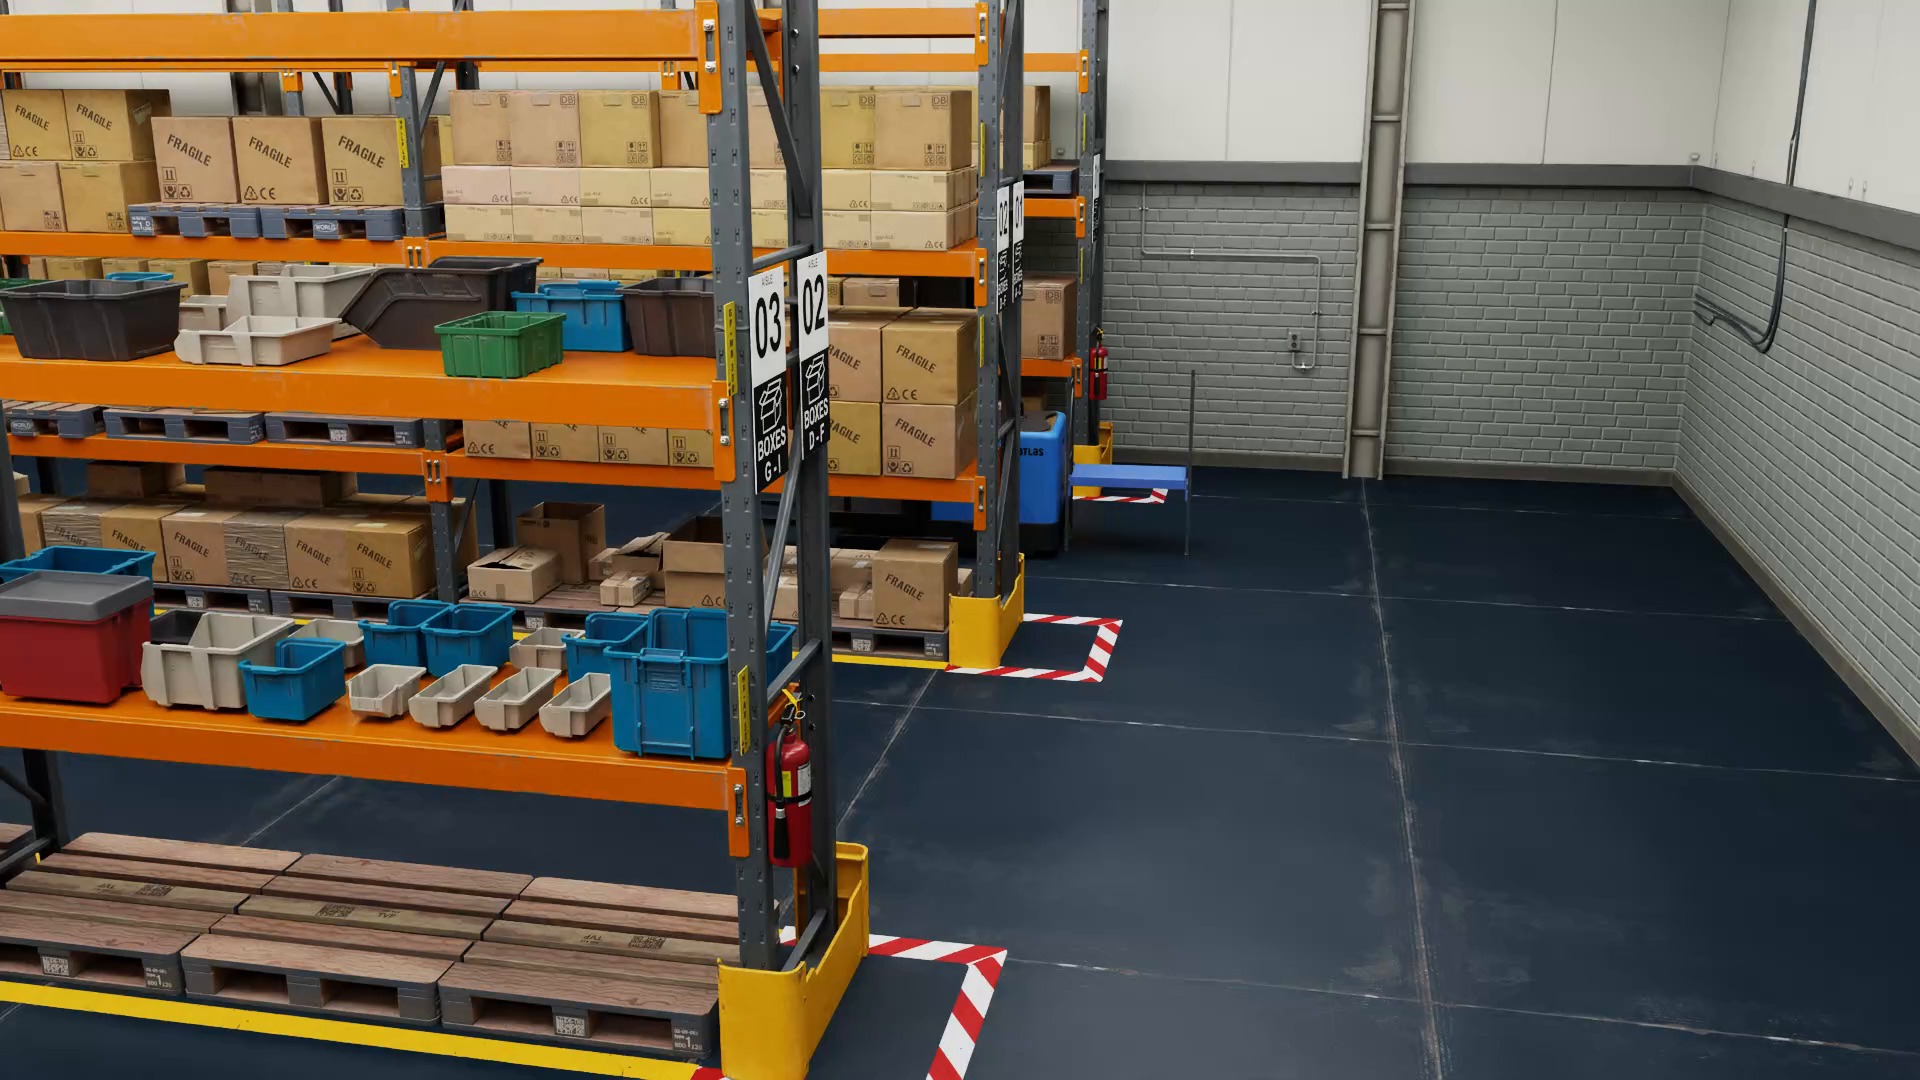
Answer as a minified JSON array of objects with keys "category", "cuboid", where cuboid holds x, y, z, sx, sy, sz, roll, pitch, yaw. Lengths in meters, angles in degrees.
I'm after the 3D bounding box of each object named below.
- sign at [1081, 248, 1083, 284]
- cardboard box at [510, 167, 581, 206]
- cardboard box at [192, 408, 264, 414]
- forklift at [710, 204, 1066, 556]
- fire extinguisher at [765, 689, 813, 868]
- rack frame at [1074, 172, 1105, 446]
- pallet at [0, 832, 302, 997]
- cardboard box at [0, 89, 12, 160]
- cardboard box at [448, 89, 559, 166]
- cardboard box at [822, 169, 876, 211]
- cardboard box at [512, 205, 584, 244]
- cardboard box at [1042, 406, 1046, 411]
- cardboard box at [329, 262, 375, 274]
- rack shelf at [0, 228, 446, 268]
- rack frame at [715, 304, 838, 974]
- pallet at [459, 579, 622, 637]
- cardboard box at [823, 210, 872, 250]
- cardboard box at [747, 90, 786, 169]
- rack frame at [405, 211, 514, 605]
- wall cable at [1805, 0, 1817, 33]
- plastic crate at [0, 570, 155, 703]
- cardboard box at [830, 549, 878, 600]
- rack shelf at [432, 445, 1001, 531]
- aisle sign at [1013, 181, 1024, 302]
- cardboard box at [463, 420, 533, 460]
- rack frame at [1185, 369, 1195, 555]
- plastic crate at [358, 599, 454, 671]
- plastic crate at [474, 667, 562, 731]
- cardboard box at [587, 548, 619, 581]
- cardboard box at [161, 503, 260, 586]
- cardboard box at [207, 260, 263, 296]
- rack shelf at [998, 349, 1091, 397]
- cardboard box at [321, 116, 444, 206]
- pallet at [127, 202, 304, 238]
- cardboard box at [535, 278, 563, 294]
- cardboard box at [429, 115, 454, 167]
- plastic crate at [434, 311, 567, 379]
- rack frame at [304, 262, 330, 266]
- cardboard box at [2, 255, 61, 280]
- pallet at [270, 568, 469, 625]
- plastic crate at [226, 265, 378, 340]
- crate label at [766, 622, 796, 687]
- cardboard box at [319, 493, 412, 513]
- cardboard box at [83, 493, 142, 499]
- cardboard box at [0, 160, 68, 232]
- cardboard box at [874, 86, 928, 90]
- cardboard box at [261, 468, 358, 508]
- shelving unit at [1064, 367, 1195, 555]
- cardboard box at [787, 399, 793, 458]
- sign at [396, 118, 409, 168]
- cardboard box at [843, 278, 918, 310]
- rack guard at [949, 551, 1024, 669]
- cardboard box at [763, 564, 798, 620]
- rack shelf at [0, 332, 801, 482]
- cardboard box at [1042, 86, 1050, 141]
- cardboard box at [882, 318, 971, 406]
[{"category":"sign","cuboid":[1.135,-2.547,15.456,0.005,0.325,0.100,3,16,11]},{"category":"cardboard box","cuboid":[-2.729,-2.430,11.372,0.500,0.250,0.500,3,16,11]},{"category":"cardboard box","cuboid":[-5.390,-1.261,12.453,0.500,0.500,0.700,-1,16,-3]},{"category":"forklift","cuboid":[-0.619,-1.436,14.184,3.031,2.935,1.130,2,16,8]},{"category":"fire extinguisher","cuboid":[-0.660,0.919,6.398,0.183,0.674,0.296,3,16,11]},{"category":"rack frame","cuboid":[1.257,-2.016,16.152,0.127,3.000,1.000,3,16,11]},{"category":"pallet","cuboid":[-3.909,1.735,7.832,1.213,0.211,1.003,3,16,11]},{"category":"cardboard box","cuboid":[-7.140,-3.096,12.372,0.500,0.500,0.500,3,16,11]},{"category":"cardboard box","cuboid":[-3.162,-2.893,11.636,0.500,0.500,0.700,3,16,11]},{"category":"cardboard box","cuboid":[-0.771,-2.321,10.979,0.500,0.250,0.500,3,16,11]},{"category":"cardboard box","cuboid":[-2.730,-2.188,11.434,0.500,0.250,0.500,3,16,11]},{"category":"cardboard box","cuboid":[0.551,-1.025,16.469,0.500,0.500,0.700,3,16,11]},{"category":"cardboard box","cuboid":[-6.161,-2.911,17.196,0.500,0.250,0.500,3,16,12]},{"category":"rack shelf","cuboid":[-5.606,-2.138,12.321,4.000,0.370,1.077,3,16,11]},{"category":"rack frame","cuboid":[-0.717,0.575,6.796,0.127,3.000,1.000,3,16,11]},{"category":"pallet","cuboid":[-2.973,0.448,12.480,1.213,0.211,1.003,3,16,11]},{"category":"cardboard box","cuboid":[-0.770,-2.081,11.048,0.500,0.250,0.500,3,16,11]},{"category":"cardboard box","cuboid":[-1.218,-2.766,11.180,0.500,0.500,0.700,3,16,11]},{"category":"rack frame","cuboid":[-3.646,-0.933,12.241,0.127,3.000,1.000,3,16,11]},{"category":"wall cable","cuboid":[6.189,-4.743,11.113,0.112,2.526,3.097,3,16,11]},{"category":"plastic crate","cuboid":[-3.812,0.416,7.139,0.583,0.464,0.402,3,16,11]},{"category":"cardboard box","cuboid":[-0.693,0.263,12.249,0.500,0.250,0.500,3,16,11]},{"category":"rack shelf","cuboid":[-1.686,-0.480,11.953,4.000,0.370,1.077,3,16,11]},{"category":"aisle sign","cuboid":[0.399,-2.046,11.390,0.004,0.787,0.394,3,16,11]},{"category":"cardboard box","cuboid":[-3.201,-0.883,11.872,0.500,0.500,0.500,4,16,13]},{"category":"rack frame","cuboid":[1.944,-0.659,14.061,0.032,1.500,0.500,2,16,8]},{"category":"plastic crate","cuboid":[-2.478,0.442,7.479,0.300,0.233,0.416,3,16,11]},{"category":"plastic crate","cuboid":[-1.834,0.658,6.878,0.243,0.136,0.396,3,16,11]},{"category":"cardboard box","cuboid":[-2.652,0.189,12.706,0.250,0.149,0.380,3,16,11]},{"category":"cardboard box","cuboid":[-5.660,0.027,12.635,0.500,0.500,0.500,3,16,9]},{"category":"cardboard box","cuboid":[-7.598,-2.747,17.778,0.500,0.500,0.700,2,16,6]},{"category":"rack shelf","cuboid":[-0.703,-1.776,16.632,4.000,0.370,1.077,3,16,11]},{"category":"cardboard box","cuboid":[-4.125,-2.723,11.924,0.600,0.600,0.600,2,16,6]},{"category":"pallet","cuboid":[-5.288,-2.395,12.253,1.003,0.211,1.213,3,16,11]},{"category":"cardboard box","cuboid":[-4.158,-2.442,16.908,0.500,0.500,0.500,3,16,11]},{"category":"cardboard box","cuboid":[-5.027,-4.089,17.006,0.500,0.500,0.700,4,16,14]},{"category":"plastic crate","cuboid":[-1.741,-0.746,6.343,0.336,0.188,0.450,3,16,11]},{"category":"rack frame","cuboid":[-6.583,-2.442,17.688,0.127,3.000,1.000,3,16,11]},{"category":"cardboard box","cuboid":[-10.010,-2.879,18.254,0.500,0.500,0.700,3,16,11]},{"category":"pallet","cuboid":[-4.451,0.378,12.734,1.213,0.211,1.003,3,16,11]},{"category":"plastic crate","cuboid":[-2.828,-1.012,7.128,0.530,0.282,0.437,3,16,11]},{"category":"crate label","cuboid":[-0.894,0.528,7.168,0.303,0.233,0.416,3,16,11]},{"category":"cardboard box","cuboid":[-4.597,-0.055,12.931,0.500,0.500,0.500,3,16,12]},{"category":"cardboard box","cuboid":[-6.603,-0.165,13.326,0.500,0.500,0.500,4,16,13]},{"category":"cardboard box","cuboid":[-6.632,-2.598,12.445,0.500,0.500,0.910,3,16,11]},{"category":"cardboard box","cuboid":[-0.516,-4.024,15.683,0.500,0.500,0.500,2,16,9]},{"category":"cardboard box","cuboid":[-5.052,-0.444,12.931,0.500,0.250,0.500,3,16,11]},{"category":"shelving unit","cuboid":[1.441,-0.677,14.128,1.048,1.500,0.538,2,16,8]},{"category":"cardboard box","cuboid":[-1.217,-0.776,11.486,0.500,0.500,0.500,3,16,12]},{"category":"sign","cuboid":[-3.753,-2.672,11.194,0.005,0.325,0.100,3,16,11]},{"category":"cardboard box","cuboid":[-0.705,-2.264,16.484,0.700,0.700,0.980,2,16,8]},{"category":"rack guard","cuboid":[0.199,0.480,11.821,0.348,0.500,1.175,3,16,11]},{"category":"cardboard box","cuboid":[-1.233,0.370,11.864,0.500,0.250,0.500,3,16,11]},{"category":"rack shelf","cuboid":[-2.677,-0.630,6.875,4.000,0.370,1.077,3,16,11]},{"category":"cardboard box","cuboid":[0.590,-4.103,15.970,0.500,0.500,0.500,2,16,9]},{"category":"cardboard box","cuboid":[-0.217,-1.202,11.152,0.500,0.500,0.500,3,16,11]}]
